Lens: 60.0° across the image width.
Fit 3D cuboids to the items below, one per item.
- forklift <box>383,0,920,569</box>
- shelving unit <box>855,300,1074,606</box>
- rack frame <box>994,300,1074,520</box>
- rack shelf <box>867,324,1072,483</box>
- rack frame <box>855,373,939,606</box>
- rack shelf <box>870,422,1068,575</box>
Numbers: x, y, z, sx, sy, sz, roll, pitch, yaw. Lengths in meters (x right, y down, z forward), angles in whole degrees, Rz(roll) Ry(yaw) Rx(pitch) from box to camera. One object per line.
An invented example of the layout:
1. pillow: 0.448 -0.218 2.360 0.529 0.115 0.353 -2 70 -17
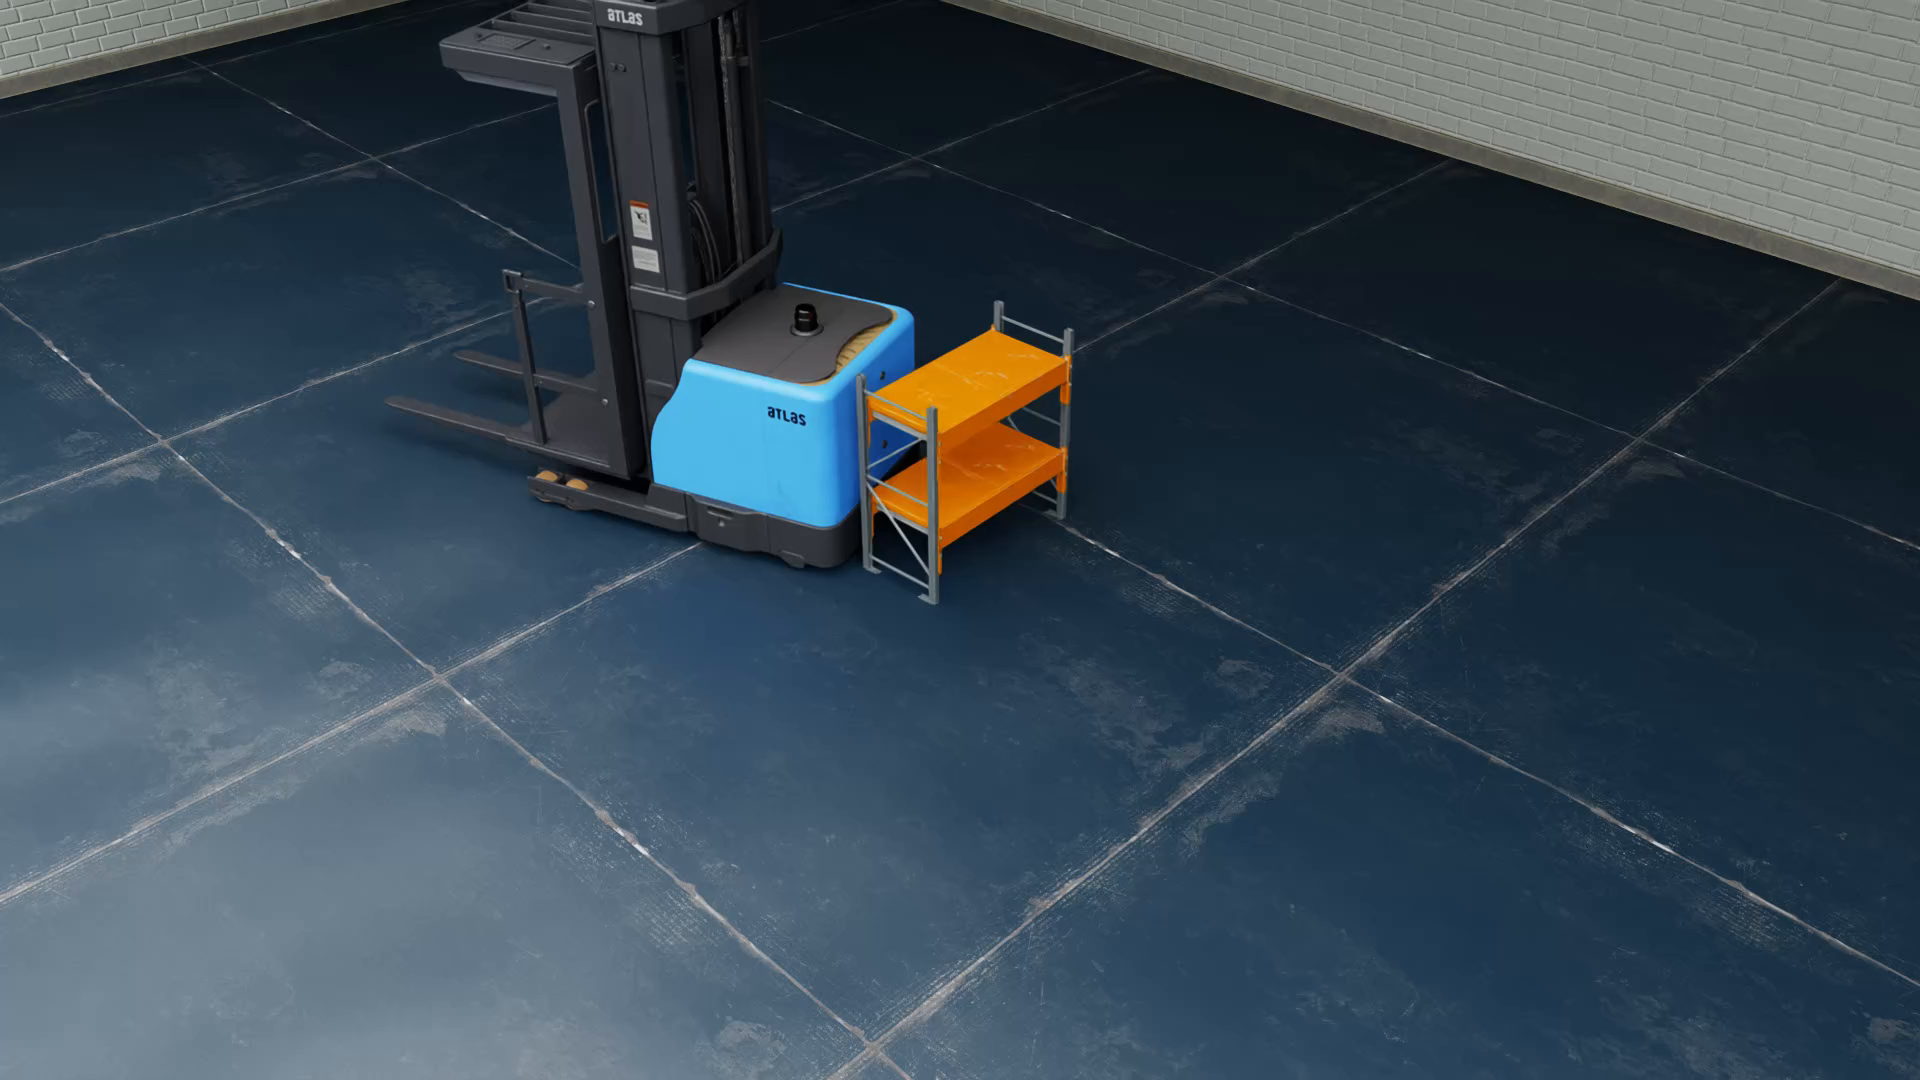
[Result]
1. forklift: -1.780 -1.619 8.499 3.031 2.935 1.130 15 38 20
2. shelving unit: 0.036 -0.453 8.407 0.538 1.125 1.048 27 43 33
3. rack frame: 0.372 -0.671 8.720 0.500 1.125 0.032 27 43 33
4. rack shelf: 0.036 -0.693 8.240 0.538 0.278 1.000 27 43 33
5. rack frame: -0.300 -0.235 8.094 0.500 1.125 0.032 27 43 33
6. rack shelf: 0.036 -0.253 8.547 0.538 0.278 1.000 27 43 33
